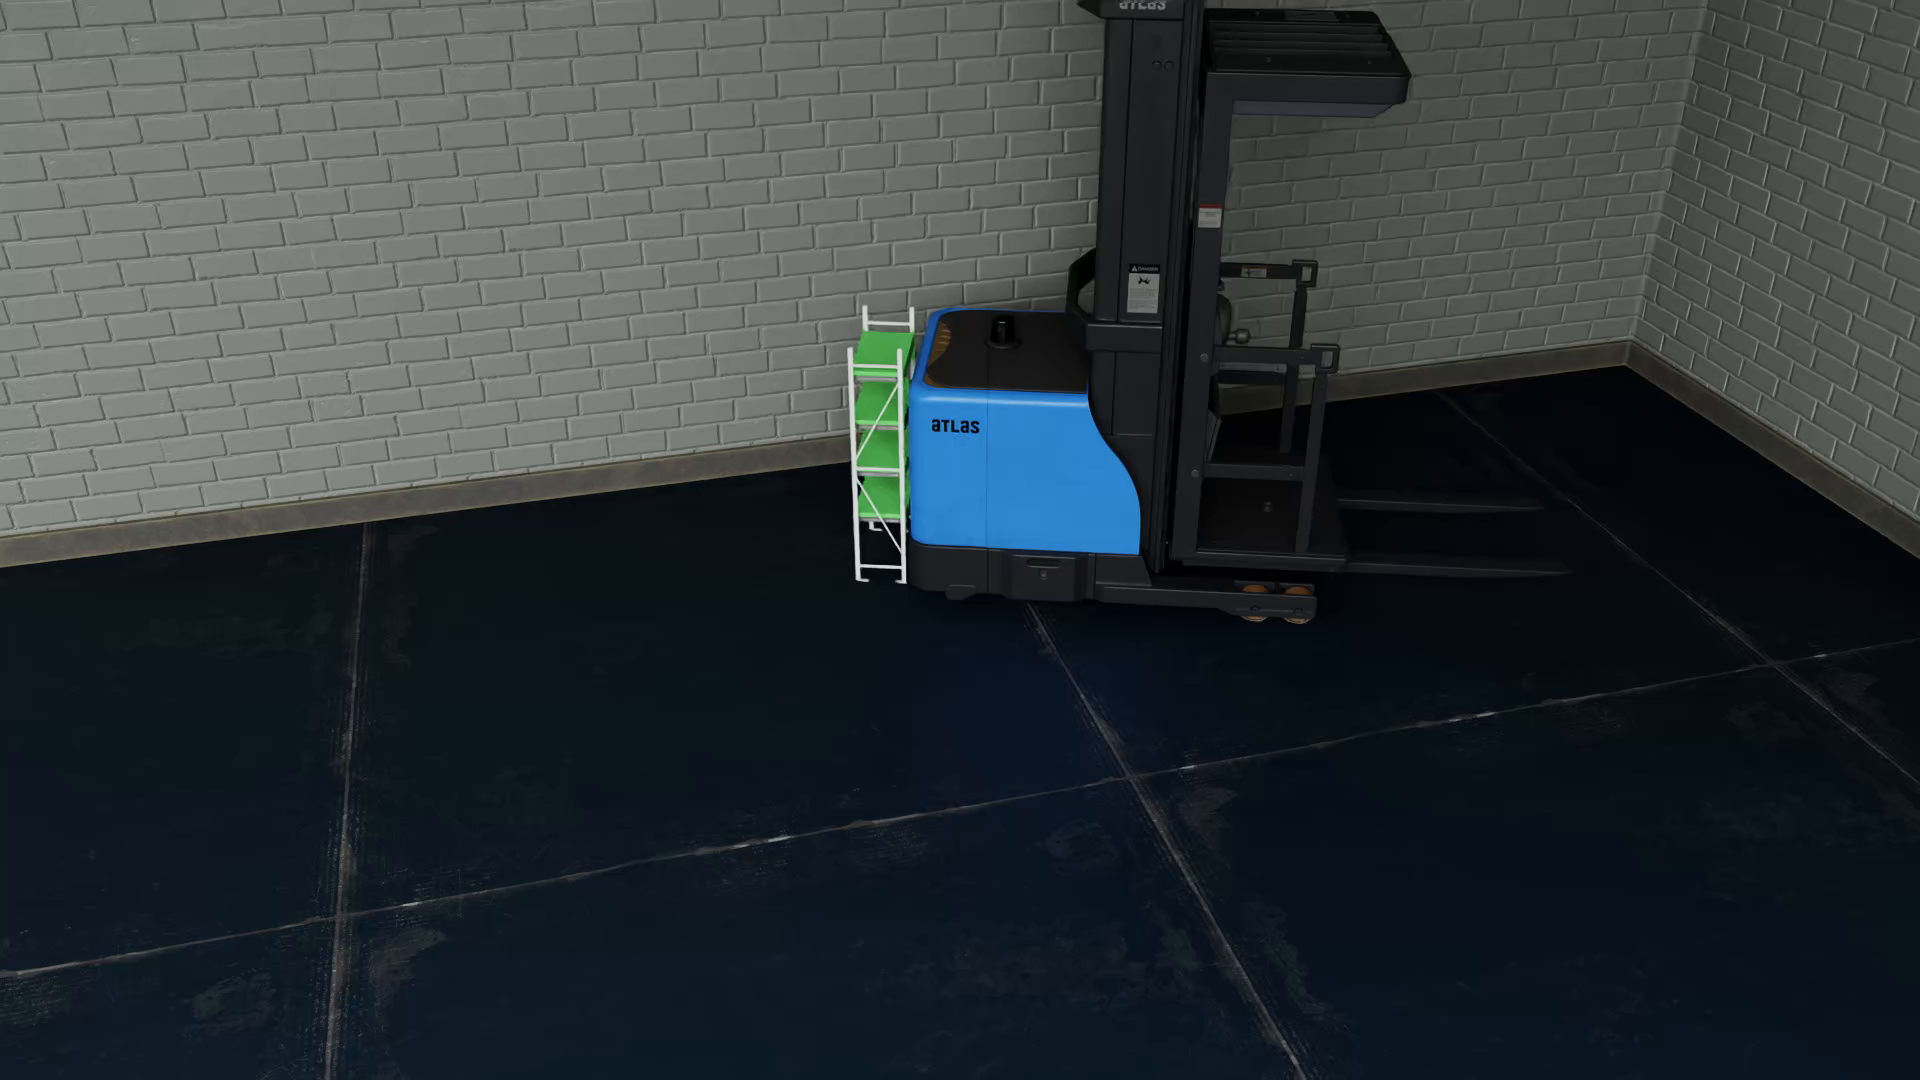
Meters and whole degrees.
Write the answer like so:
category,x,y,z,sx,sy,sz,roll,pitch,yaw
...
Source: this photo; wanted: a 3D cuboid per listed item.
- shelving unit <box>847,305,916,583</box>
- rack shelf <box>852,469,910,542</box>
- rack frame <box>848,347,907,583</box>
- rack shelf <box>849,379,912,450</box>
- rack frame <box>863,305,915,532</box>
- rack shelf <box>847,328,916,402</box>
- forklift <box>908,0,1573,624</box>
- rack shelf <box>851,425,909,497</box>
category,x,y,z,sx,sy,sz,roll,pitch,yaw
shelving unit,-0.353,-0.444,7.819,0.258,1.200,0.503,2,30,4
rack shelf,-0.353,-0.181,7.972,0.258,0.148,0.480,2,30,4
rack frame,-0.374,-0.322,7.609,0.240,1.200,0.015,2,30,4
rack shelf,-0.353,-0.596,7.731,0.258,0.148,0.480,2,30,4
rack frame,-0.333,-0.566,8.030,0.240,1.200,0.015,2,30,4
rack shelf,-0.353,-0.804,7.611,0.258,0.148,0.480,2,30,4
forklift,1.308,-1.166,7.339,3.031,2.935,1.130,3,30,5
rack shelf,-0.353,-0.389,7.851,0.258,0.148,0.480,2,30,4
